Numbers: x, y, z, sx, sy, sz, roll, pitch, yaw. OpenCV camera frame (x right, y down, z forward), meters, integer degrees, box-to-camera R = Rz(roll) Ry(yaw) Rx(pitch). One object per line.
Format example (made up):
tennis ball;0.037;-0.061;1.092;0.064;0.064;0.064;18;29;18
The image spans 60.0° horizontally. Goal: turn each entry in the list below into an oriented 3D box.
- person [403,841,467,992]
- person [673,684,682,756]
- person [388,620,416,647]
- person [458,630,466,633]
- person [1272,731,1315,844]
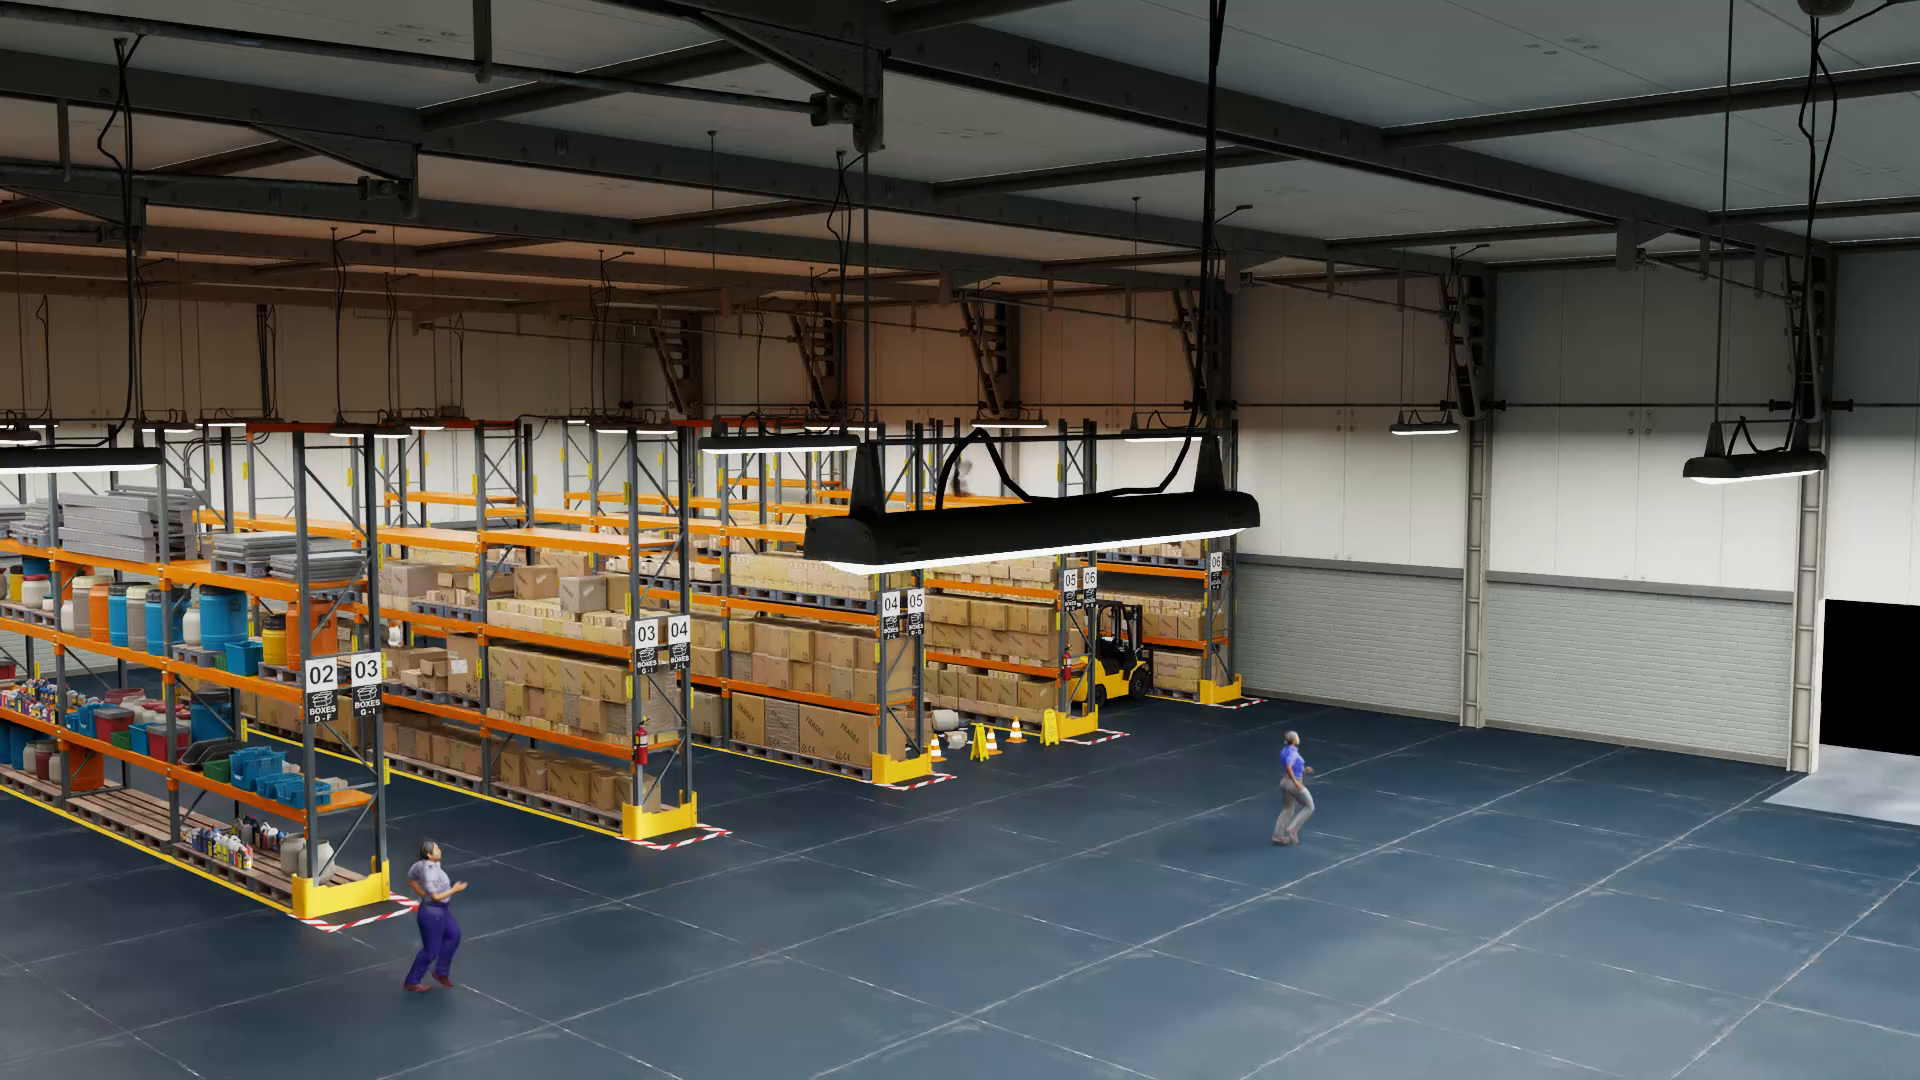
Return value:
person;-5.647;4.060;17.873;0.680;1.695;0.582;-2;5;-19
person;-5.252;3.077;29.997;0.700;1.639;0.522;4;6;38
person;-12.069;2.516;35.814;0.726;1.816;1.043;-4;6;-43
person;-10.117;2.665;33.952;1.010;1.699;0.665;3;6;34
person;4.820;3.550;23.927;0.641;1.625;0.554;-2;5;-19
